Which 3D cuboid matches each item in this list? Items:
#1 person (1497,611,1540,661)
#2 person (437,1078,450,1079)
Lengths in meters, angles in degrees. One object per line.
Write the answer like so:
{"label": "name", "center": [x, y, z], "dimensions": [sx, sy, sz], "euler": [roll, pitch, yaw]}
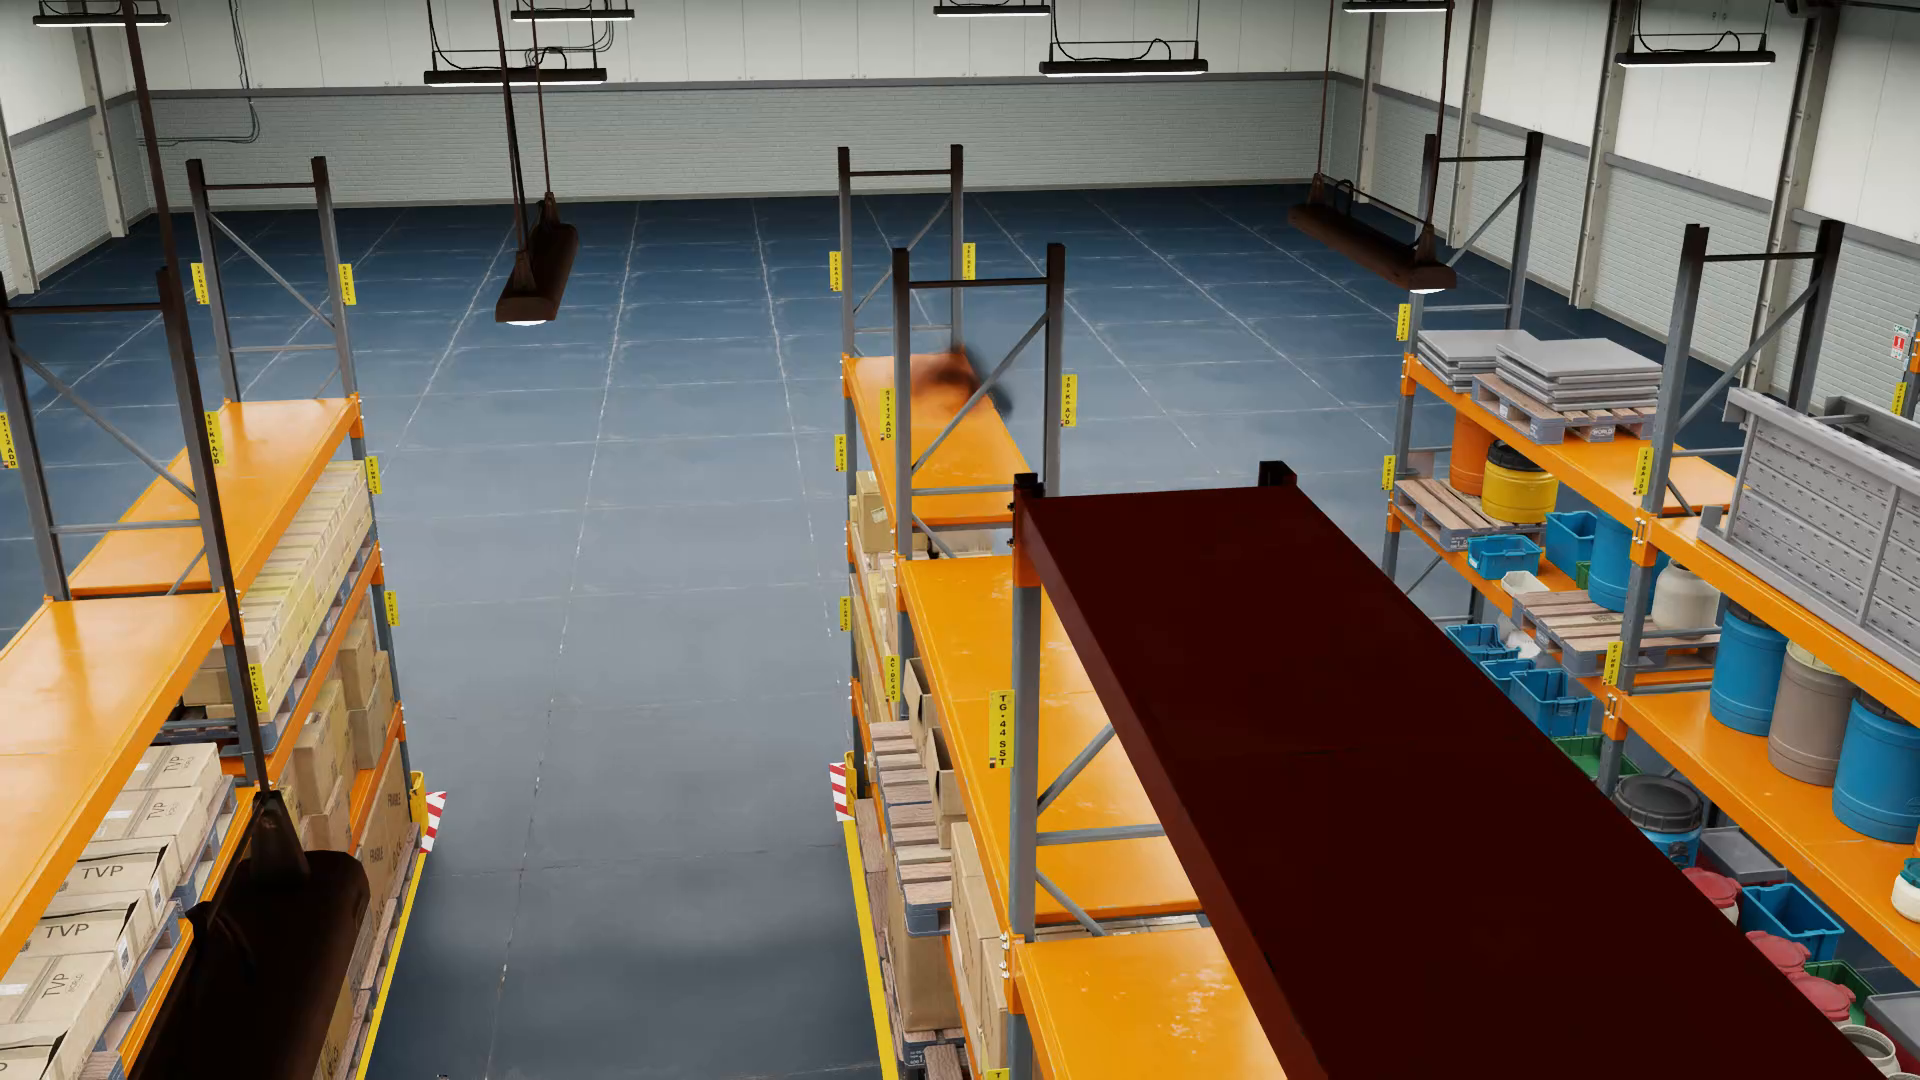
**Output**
{"label": "person", "center": [5.547, 1.138, 16.454], "dimensions": [0.639, 1.744, 0.726], "euler": [-13, 25, -29]}
{"label": "person", "center": [-2.898, 3.809, 9.602], "dimensions": [0.664, 1.726, 0.924], "euler": [-5, 22, -13]}
